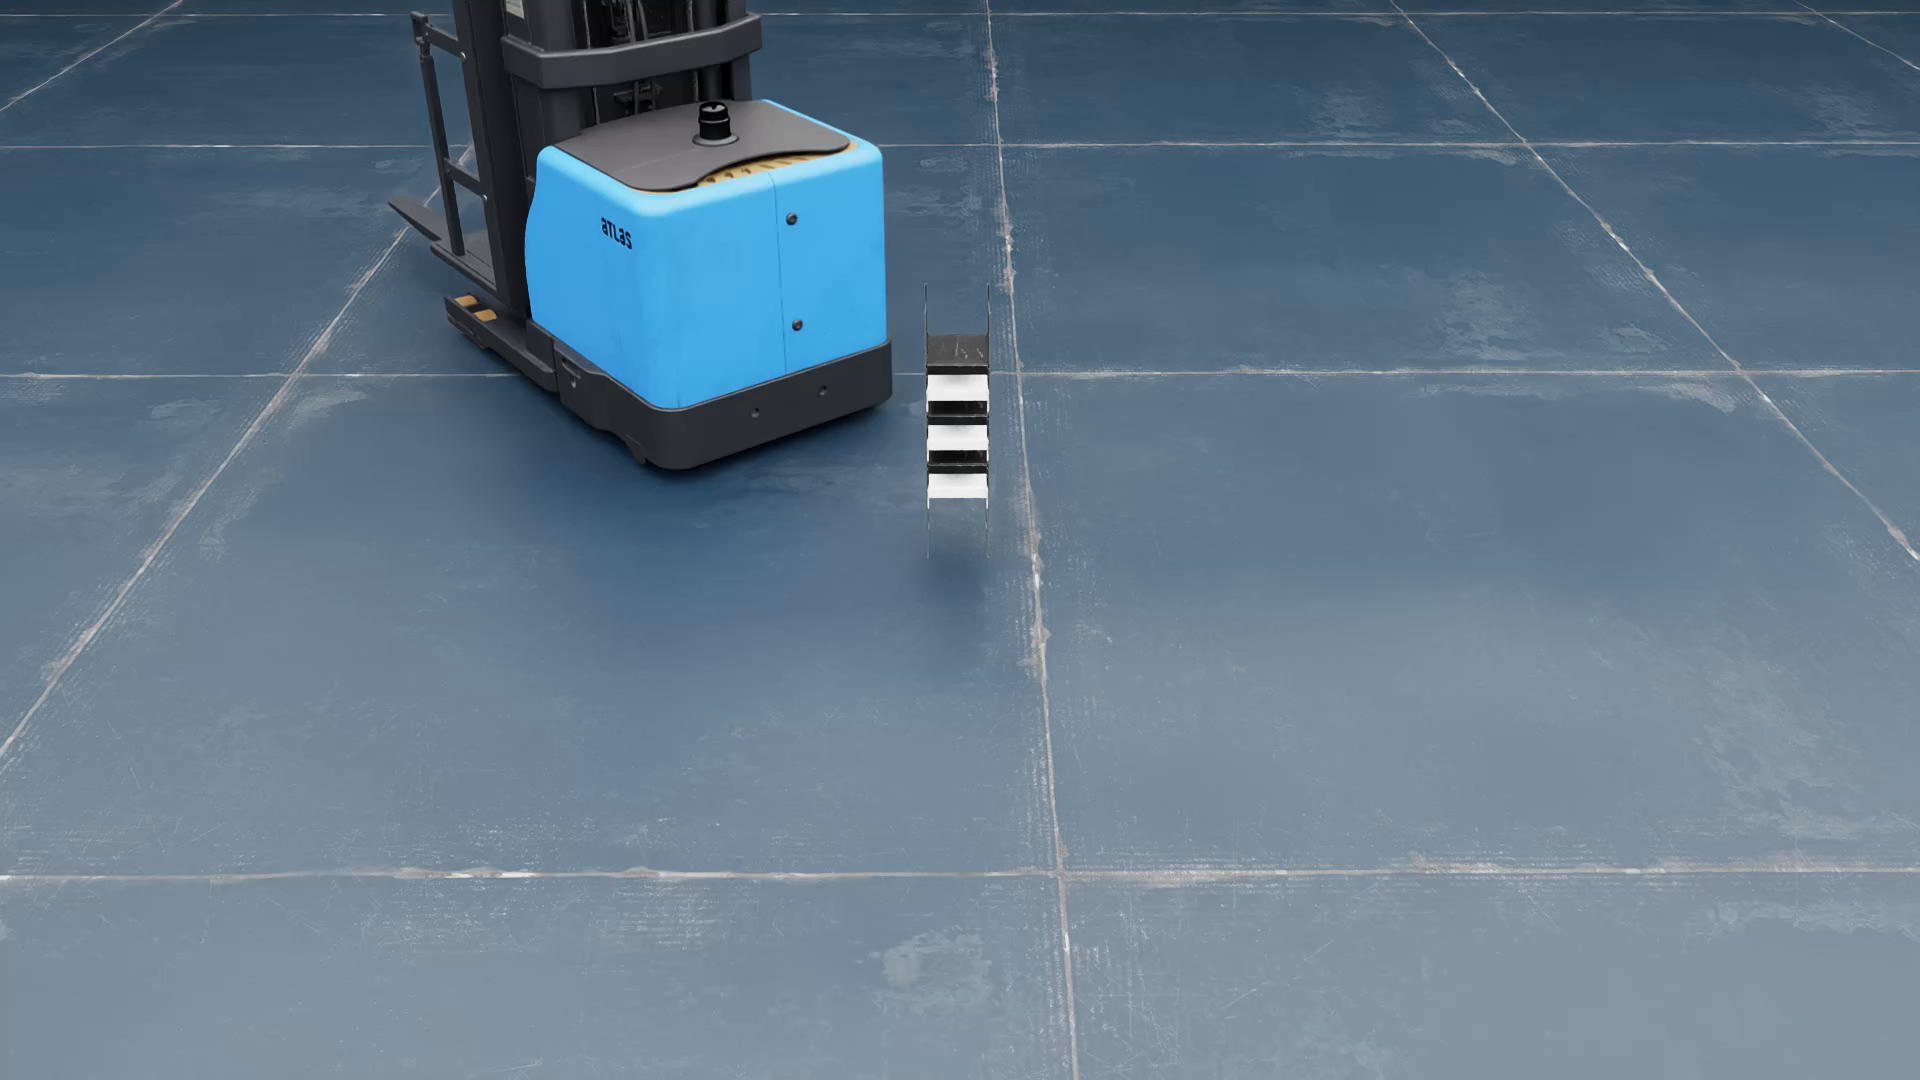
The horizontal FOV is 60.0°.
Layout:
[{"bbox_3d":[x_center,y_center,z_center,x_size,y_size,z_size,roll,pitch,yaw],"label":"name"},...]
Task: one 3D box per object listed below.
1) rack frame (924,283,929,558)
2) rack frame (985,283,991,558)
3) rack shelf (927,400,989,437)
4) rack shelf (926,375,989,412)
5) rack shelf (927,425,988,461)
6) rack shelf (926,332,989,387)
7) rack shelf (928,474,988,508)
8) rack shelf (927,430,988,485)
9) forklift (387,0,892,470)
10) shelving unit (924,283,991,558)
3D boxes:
[{"bbox_3d":[-0.110,-0.384,5.516,0.006,0.900,0.240,0,31,0],"label":"rack frame"},{"bbox_3d":[0.094,-0.385,5.517,0.006,0.900,0.240,0,31,0],"label":"rack frame"},{"bbox_3d":[-0.008,-0.433,5.487,0.200,0.077,0.258,0,31,0],"label":"rack shelf"},{"bbox_3d":[-0.008,-0.510,5.440,0.200,0.077,0.258,0,31,0],"label":"rack shelf"},{"bbox_3d":[-0.008,-0.356,5.534,0.200,0.077,0.258,0,31,0],"label":"rack shelf"},{"bbox_3d":[-0.008,-0.587,5.394,0.200,0.077,0.258,0,31,0],"label":"rack shelf"},{"bbox_3d":[-0.008,-0.202,5.627,0.200,0.077,0.258,0,31,0],"label":"rack shelf"},{"bbox_3d":[-0.008,-0.279,5.581,0.200,0.077,0.258,0,31,0],"label":"rack shelf"},{"bbox_3d":[-1.573,-2.209,6.564,1.130,2.935,3.031,-22,38,-32],"label":"forklift"},{"bbox_3d":[-0.008,-0.385,5.517,0.210,0.900,0.258,0,31,0],"label":"shelving unit"}]
